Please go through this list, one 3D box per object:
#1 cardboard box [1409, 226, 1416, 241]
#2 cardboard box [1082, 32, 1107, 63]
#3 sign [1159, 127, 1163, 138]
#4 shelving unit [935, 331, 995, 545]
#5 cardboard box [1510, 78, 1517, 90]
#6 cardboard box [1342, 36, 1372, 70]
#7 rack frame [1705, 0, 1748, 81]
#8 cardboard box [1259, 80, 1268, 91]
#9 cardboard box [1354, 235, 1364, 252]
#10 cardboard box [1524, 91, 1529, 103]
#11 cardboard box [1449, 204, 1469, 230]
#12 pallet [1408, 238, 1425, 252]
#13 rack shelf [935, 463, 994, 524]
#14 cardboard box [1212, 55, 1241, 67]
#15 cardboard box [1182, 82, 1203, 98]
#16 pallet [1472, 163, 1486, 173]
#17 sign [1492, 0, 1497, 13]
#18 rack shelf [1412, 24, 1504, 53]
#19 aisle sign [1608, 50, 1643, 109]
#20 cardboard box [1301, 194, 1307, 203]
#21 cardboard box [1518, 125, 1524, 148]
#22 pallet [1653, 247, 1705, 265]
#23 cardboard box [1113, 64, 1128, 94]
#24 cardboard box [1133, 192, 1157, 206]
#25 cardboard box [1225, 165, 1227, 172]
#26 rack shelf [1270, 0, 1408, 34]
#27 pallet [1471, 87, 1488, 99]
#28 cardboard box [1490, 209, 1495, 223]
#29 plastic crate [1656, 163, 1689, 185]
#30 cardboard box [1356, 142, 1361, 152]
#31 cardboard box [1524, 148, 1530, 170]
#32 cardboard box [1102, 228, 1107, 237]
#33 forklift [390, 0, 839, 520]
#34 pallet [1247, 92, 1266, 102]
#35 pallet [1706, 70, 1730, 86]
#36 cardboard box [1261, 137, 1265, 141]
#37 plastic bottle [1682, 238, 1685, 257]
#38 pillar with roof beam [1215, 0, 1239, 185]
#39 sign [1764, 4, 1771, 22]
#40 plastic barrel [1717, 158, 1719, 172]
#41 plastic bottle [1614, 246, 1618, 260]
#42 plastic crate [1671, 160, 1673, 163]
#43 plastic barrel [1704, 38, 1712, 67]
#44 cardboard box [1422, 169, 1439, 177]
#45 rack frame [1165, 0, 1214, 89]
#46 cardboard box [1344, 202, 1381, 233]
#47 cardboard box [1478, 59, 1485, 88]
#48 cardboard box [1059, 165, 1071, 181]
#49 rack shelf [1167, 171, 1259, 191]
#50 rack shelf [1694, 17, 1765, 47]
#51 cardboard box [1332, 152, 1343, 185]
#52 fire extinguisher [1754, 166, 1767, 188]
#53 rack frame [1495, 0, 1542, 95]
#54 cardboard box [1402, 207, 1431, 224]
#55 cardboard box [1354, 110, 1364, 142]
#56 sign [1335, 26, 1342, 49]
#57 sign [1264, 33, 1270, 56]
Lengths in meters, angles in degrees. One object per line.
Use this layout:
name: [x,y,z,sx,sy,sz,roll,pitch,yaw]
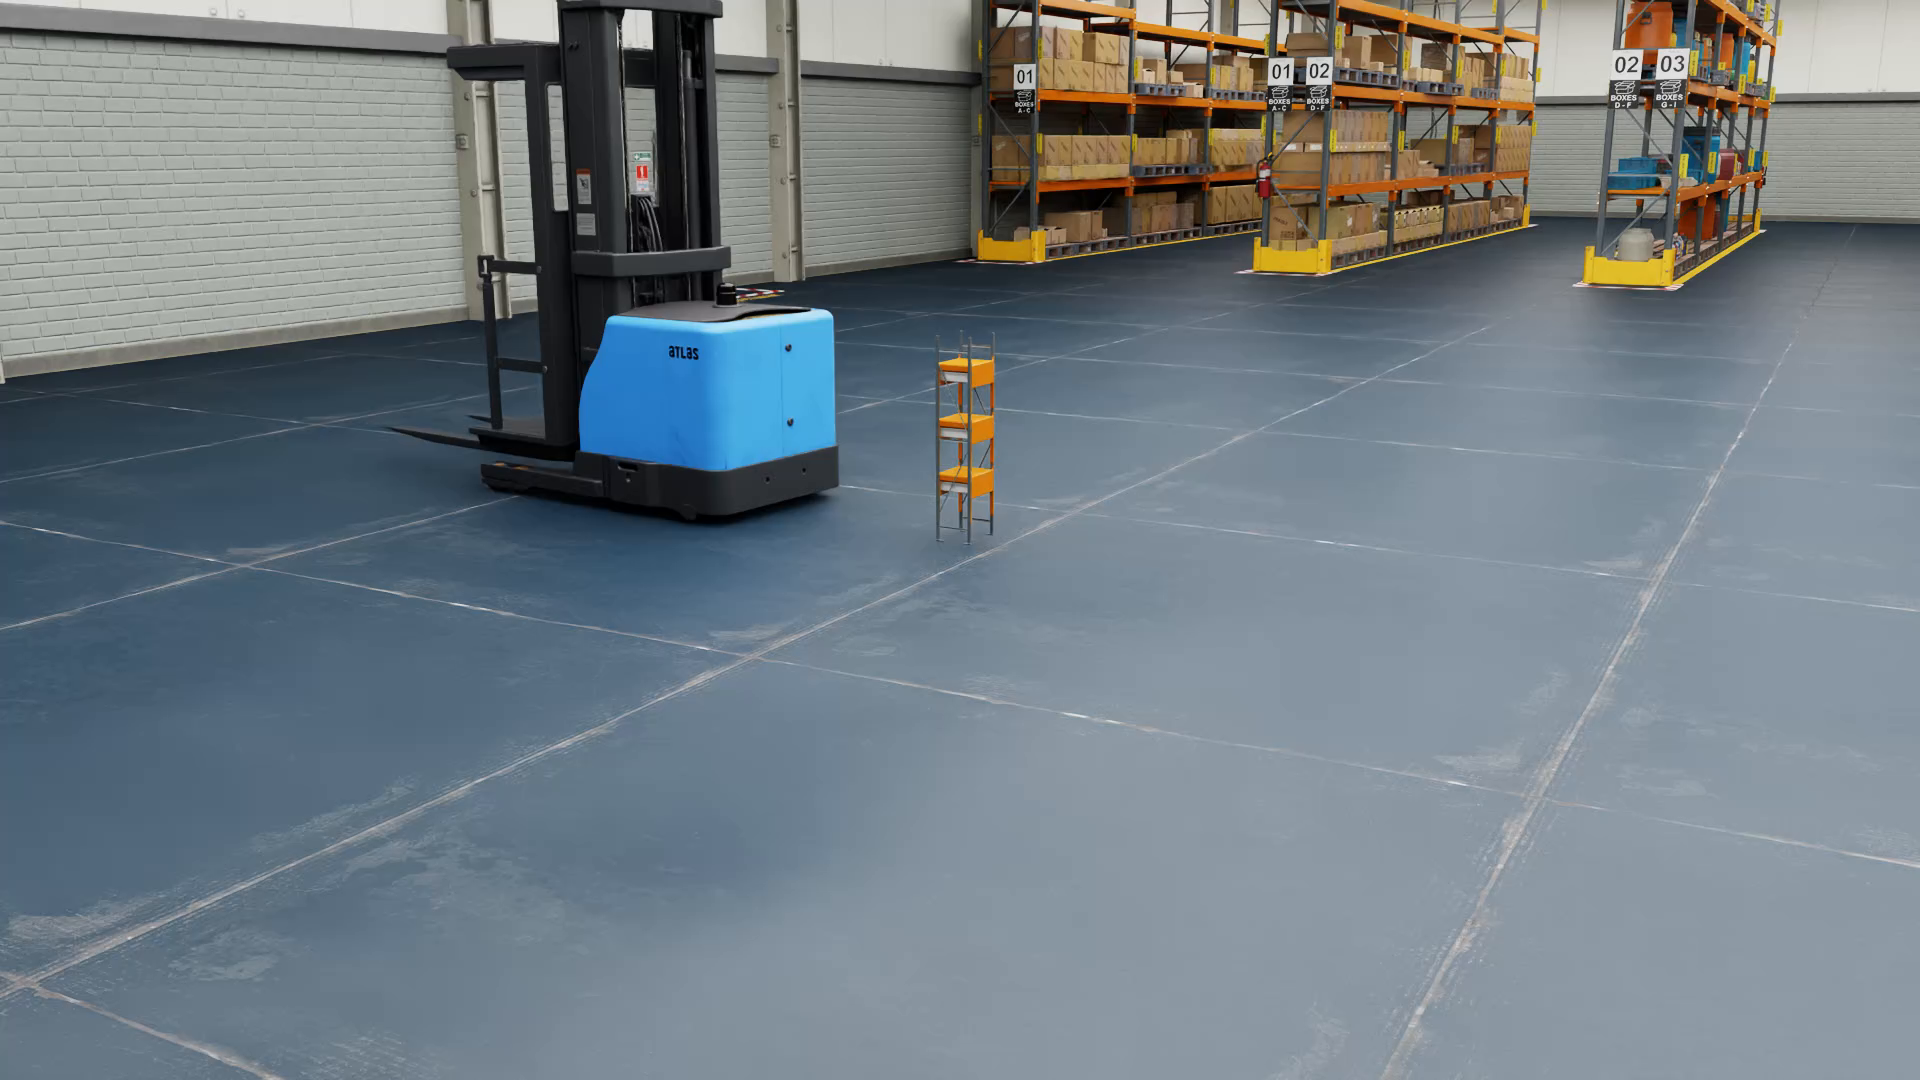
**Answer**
cardboard box: [8.016,-5.607,30.362,0.500,0.250,0.500,7,15,26]
cardboard box: [2.265,-8.681,29.353,0.500,0.500,0.500,7,15,26]
sign: [4.215,-8.480,34.837,0.100,0.325,0.005,7,15,28]
shelving unit: [0.026,-0.521,8.456,0.215,1.050,0.252,7,15,28]
cardboard box: [11.919,-10.019,36.544,0.500,0.250,0.500,7,15,28]
cardboard box: [6.216,-7.742,26.437,0.500,0.500,0.500,7,15,28]
rack frame: [13.375,-9.649,29.355,1.000,3.000,0.127,7,15,28]
cardboard box: [7.201,-10.425,38.188,0.500,0.250,0.500,7,15,28]
cardboard box: [6.354,-4.913,27.482,0.500,0.250,0.500,7,15,28]
cardboard box: [12.640,-10.084,37.882,0.500,0.250,0.500,7,15,28]
cardboard box: [10.006,-6.564,33.757,0.500,0.500,0.500,7,15,27]
pallet: [8.018,-5.525,31.000,1.003,0.211,1.213,7,15,28]
rack shelf: [0.026,-0.241,8.524,0.215,0.259,0.240,7,15,28]
cardboard box: [5.843,-10.480,36.452,0.500,0.250,0.500,7,15,26]
cardboard box: [4.591,-9.101,33.631,0.500,0.311,0.500,7,15,28]
pallet: [10.493,-7.870,35.187,1.003,0.211,1.213,7,15,28]
sign: [12.434,-12.406,38.631,0.100,0.325,0.005,7,15,28]
rack shelf: [10.008,-10.077,33.520,1.077,0.370,4.000,7,15,28]
aisle sign: [9.213,-6.374,23.024,0.394,0.787,0.004,7,15,28]
cardboard box: [8.078,-8.227,40.698,0.700,0.500,0.500,7,15,28]
cardboard box: [12.444,-9.137,37.687,0.500,0.500,0.500,8,16,30]
pallet: [11.787,-4.722,27.668,1.003,0.211,1.213,7,15,28]
cardboard box: [2.740,-8.419,30.397,0.500,0.500,0.500,8,16,30]
cardboard box: [3.569,-6.748,32.919,0.500,0.250,0.500,7,15,26]
cardboard box: [5.528,-7.999,35.806,0.380,0.149,0.250,8,16,29]
rack shelf: [6.141,-8.436,26.712,1.077,0.370,4.000,7,15,28]
pallet: [10.099,-9.143,34.058,1.213,0.211,1.003,7,15,28]
cardboard box: [11.367,-7.083,36.313,0.500,0.311,0.500,7,15,28]
plastic crate: [11.077,-5.788,26.276,0.767,0.338,0.504,7,15,28]
cardboard box: [6.296,-6.388,27.034,0.380,0.149,0.250,8,15,29]
cardboard box: [12.930,-8.861,38.677,0.500,0.500,0.500,8,16,30]
cardboard box: [2.537,-5.757,31.121,0.380,0.166,0.250,5,15,21]
forklift: [-2.188,-1.778,9.653,3.031,2.935,1.130,9,16,34]
pallet: [6.237,-9.847,36.986,0.805,0.209,1.217,7,15,26]
pallet: [11.178,-7.119,25.665,1.213,0.211,1.003,7,15,28]
cardboard box: [6.635,-9.118,37.464,0.500,0.250,0.500,8,16,29]
plastic bottle: [11.248,-4.563,25.916,0.061,0.283,0.133,9,16,32]
pillar with roof beam: [9.986,-11.346,36.394,9.100,9.000,0.400,7,15,28]
sign: [15.790,-10.305,32.524,0.100,0.325,0.005,7,15,28]
plastic barrel: [12.861,-6.465,28.711,0.421,0.512,0.421,0,14,0]
plastic bottle: [10.012,-4.371,25.296,0.097,0.201,0.097,0,14,0]
plastic crate: [11.703,-6.165,27.741,0.392,0.384,0.575,7,15,28]
plastic barrel: [12.788,-8.290,29.051,0.600,0.901,0.600,0,14,0]
cardboard box: [8.848,-6.956,31.524,0.380,0.149,0.250,7,15,28]
rack frame: [4.703,-10.771,34.011,1.000,3.000,0.127,7,15,28]
cardboard box: [6.823,-5.484,28.253,0.500,0.500,0.500,7,15,28]
cardboard box: [10.667,-9.780,34.975,0.600,0.600,0.600,6,15,23]
cardboard box: [1.588,-6.323,28.636,0.500,0.250,0.500,7,15,26]
rack shelf: [5.670,-7.915,36.501,1.077,0.370,4.000,7,15,28]
rack shelf: [14.342,-9.515,31.189,1.077,0.370,4.000,7,15,28]
cardboard box: [5.660,-5.904,26.410,0.700,0.500,0.500,8,16,29]
fire extinguisher: [17.713,-8.134,36.834,0.296,0.674,0.183,7,15,28]
rack frame: [12.908,-11.852,38.495,1.000,3.000,0.127,7,15,28]
cardboard box: [8.511,-6.088,31.162,0.500,0.311,0.500,7,15,28]
cardboard box: [6.171,-6.752,27.160,0.700,0.500,0.500,7,15,28]
sign: [5.657,-7.510,24.852,0.100,0.325,0.005,7,15,28]
sign: [4.705,-7.567,25.402,0.100,0.325,0.005,7,15,28]
